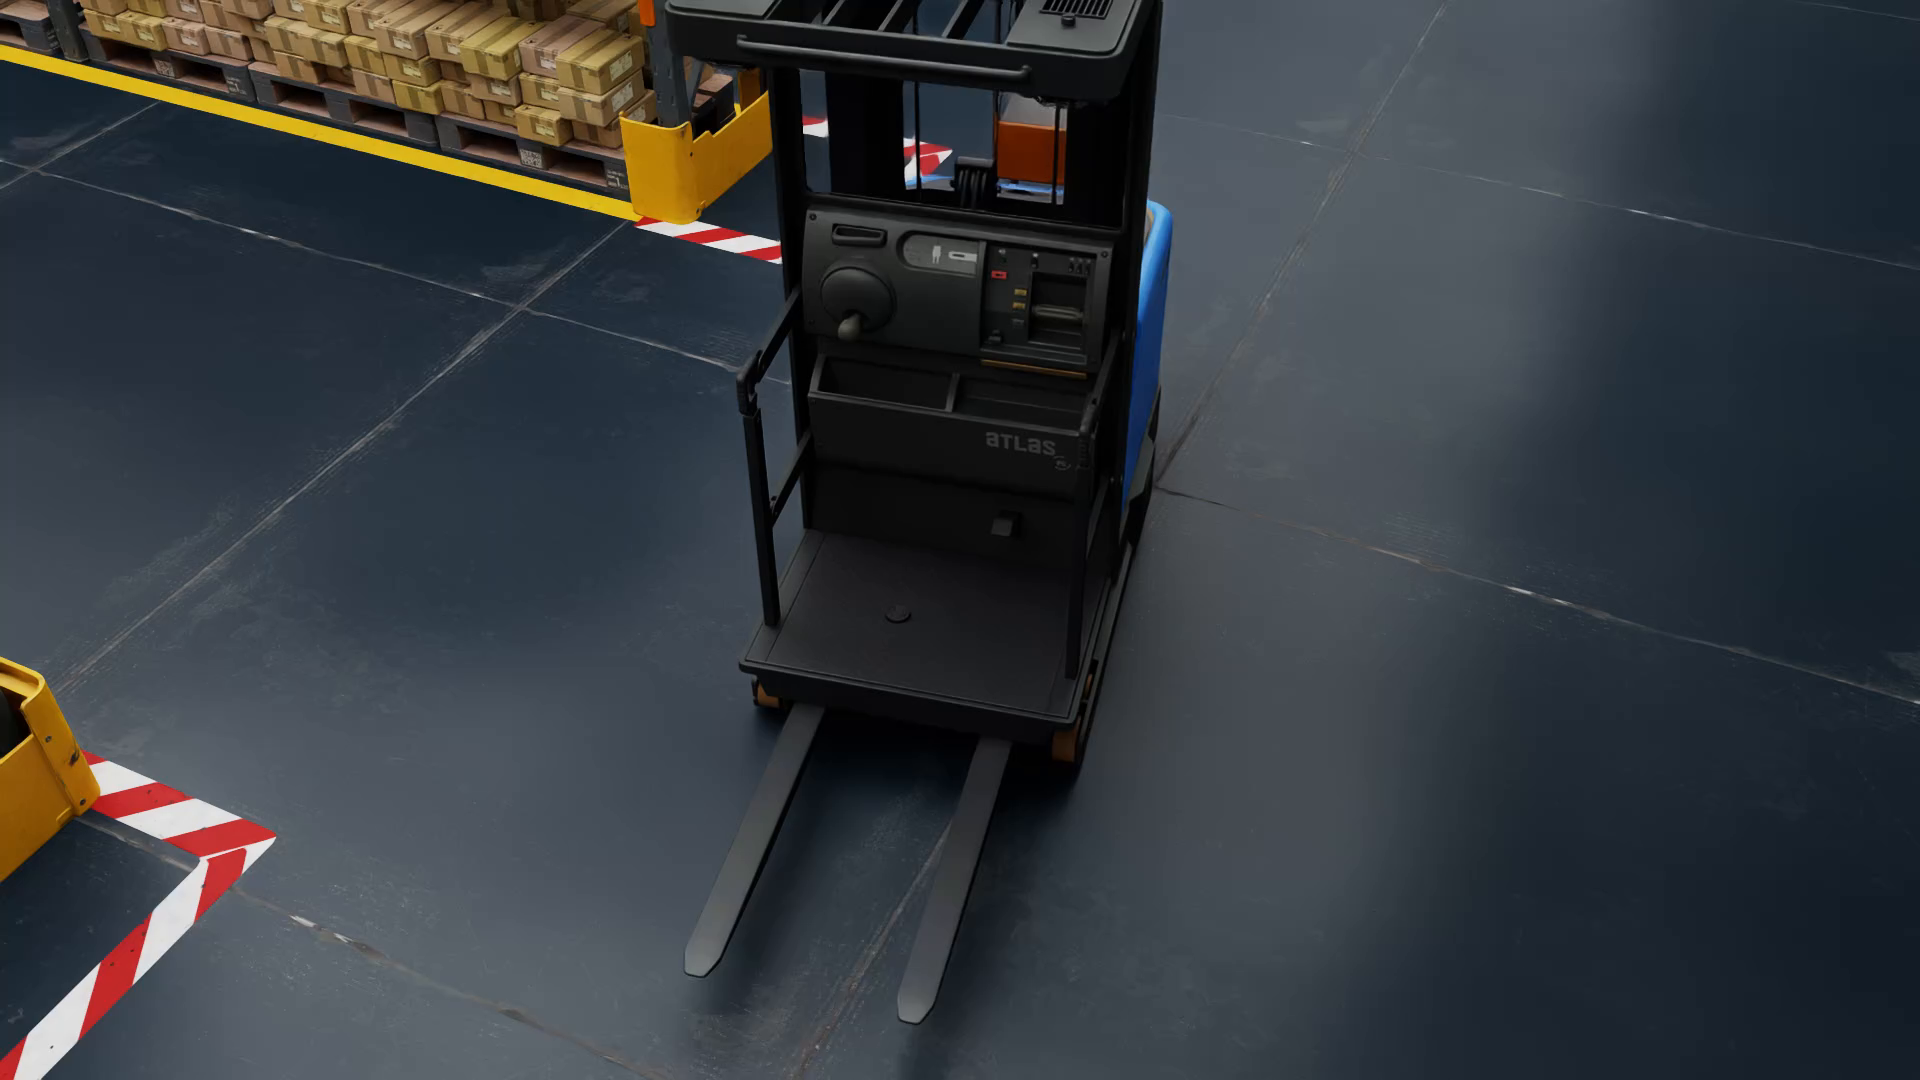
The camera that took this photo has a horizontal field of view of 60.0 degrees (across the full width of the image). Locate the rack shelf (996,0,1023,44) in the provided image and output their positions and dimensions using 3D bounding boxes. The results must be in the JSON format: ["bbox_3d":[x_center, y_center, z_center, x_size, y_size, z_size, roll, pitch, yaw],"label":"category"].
[{"bbox_3d":[0.411,-1.981,5.884,0.480,0.518,0.431,9,42,10],"label":"rack shelf"}]

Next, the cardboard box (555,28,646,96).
[{"bbox_3d":[-1.734,-2.311,8.027,0.250,0.149,0.380,17,44,19],"label":"cardboard box"}]

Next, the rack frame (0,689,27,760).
[{"bbox_3d":[-3.148,-0.042,4.008,0.127,3.000,1.000,17,44,19],"label":"rack frame"}]

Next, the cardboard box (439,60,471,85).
[{"bbox_3d":[-2.418,-2.457,8.424,0.250,0.149,0.380,16,44,18],"label":"cardboard box"}]

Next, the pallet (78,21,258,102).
[{"bbox_3d":[-4.148,-2.897,9.431,1.213,0.211,1.003,17,44,19],"label":"pallet"}]

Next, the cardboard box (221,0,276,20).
[{"bbox_3d":[-3.631,-2.874,8.677,0.250,0.149,0.380,18,44,20],"label":"cardboard box"}]

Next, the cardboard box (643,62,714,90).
[{"bbox_3d":[-1.487,-2.425,8.613,0.250,0.149,0.380,18,44,19],"label":"cardboard box"}]

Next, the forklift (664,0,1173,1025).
[{"bbox_3d":[-0.066,-0.665,4.779,1.130,2.935,3.031,9,42,10],"label":"forklift"}]

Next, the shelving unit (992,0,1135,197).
[{"bbox_3d":[0.411,-1.462,6.333,0.503,2.100,0.431,9,42,10],"label":"shelving unit"}]

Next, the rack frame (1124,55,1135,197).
[{"bbox_3d":[0.648,-1.424,6.289,0.015,2.100,0.400,9,42,10],"label":"rack frame"}]

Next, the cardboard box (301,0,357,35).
[{"bbox_3d":[-3.142,-2.756,8.541,0.250,0.149,0.380,17,44,19],"label":"cardboard box"}]

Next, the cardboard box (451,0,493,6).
[{"bbox_3d":[-2.460,-2.914,8.723,0.250,0.149,0.380,19,44,20],"label":"cardboard box"}]

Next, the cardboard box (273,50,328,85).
[{"bbox_3d":[-3.385,-2.571,8.782,0.250,0.149,0.380,16,43,17],"label":"cardboard box"}]

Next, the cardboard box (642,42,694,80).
[{"bbox_3d":[-1.513,-2.500,8.472,0.250,0.149,0.380,19,44,20],"label":"cardboard box"}]

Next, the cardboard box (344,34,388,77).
[{"bbox_3d":[-2.917,-2.539,8.519,0.250,0.149,0.380,19,44,21],"label":"cardboard box"}]

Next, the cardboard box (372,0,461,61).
[{"bbox_3d":[-2.701,-2.561,8.317,0.250,0.149,0.380,19,44,20],"label":"cardboard box"}]

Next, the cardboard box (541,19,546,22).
[{"bbox_3d":[-2.183,-2.760,8.773,0.250,0.149,0.380,18,44,20],"label":"cardboard box"}]

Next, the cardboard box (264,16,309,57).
[{"bbox_3d":[-3.391,-2.682,8.684,0.250,0.149,0.380,17,44,18],"label":"cardboard box"}]

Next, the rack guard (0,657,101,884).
[{"bbox_3d":[-3.127,0.909,4.820,0.348,0.500,1.175,17,44,19],"label":"rack guard"}]

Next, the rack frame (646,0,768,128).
[{"bbox_3d":[-1.147,-3.008,7.431,0.127,3.000,1.000,17,44,19],"label":"rack frame"}]

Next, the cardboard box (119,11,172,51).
[{"bbox_3d":[-4.337,-2.832,9.083,0.250,0.149,0.380,18,44,20],"label":"cardboard box"}]

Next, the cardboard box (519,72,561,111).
[{"bbox_3d":[-1.960,-2.283,8.223,0.250,0.149,0.380,16,43,18],"label":"cardboard box"}]

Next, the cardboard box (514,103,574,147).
[{"bbox_3d":[-1.988,-2.123,8.265,0.250,0.149,0.380,18,44,20],"label":"cardboard box"}]

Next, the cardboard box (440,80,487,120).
[{"bbox_3d":[-2.420,-2.308,8.478,0.250,0.149,0.380,17,44,19],"label":"cardboard box"}]

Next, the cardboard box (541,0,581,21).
[{"bbox_3d":[-1.953,-2.812,8.606,0.250,0.149,0.380,17,44,19],"label":"cardboard box"}]

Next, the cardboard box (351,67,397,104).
[{"bbox_3d":[-2.917,-2.429,8.618,0.250,0.149,0.380,18,44,19],"label":"cardboard box"}]

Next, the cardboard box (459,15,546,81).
[{"bbox_3d":[-2.226,-2.411,8.143,0.250,0.149,0.380,16,43,18],"label":"cardboard box"}]

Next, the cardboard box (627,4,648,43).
[{"bbox_3d":[-1.478,-2.661,8.432,0.250,0.149,0.380,15,43,17],"label":"cardboard box"}]

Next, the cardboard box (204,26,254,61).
[{"bbox_3d":[-3.838,-2.754,8.993,0.250,0.149,0.380,16,43,18],"label":"cardboard box"}]

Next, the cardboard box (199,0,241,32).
[{"bbox_3d":[-3.832,-2.880,8.912,0.250,0.149,0.380,15,43,16],"label":"cardboard box"}]

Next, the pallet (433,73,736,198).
[{"bbox_3d":[-1.937,-2.222,8.652,1.213,0.211,1.003,17,44,19],"label":"pallet"}]

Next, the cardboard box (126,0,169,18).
[{"bbox_3d":[-4.312,-3.003,9.053,0.250,0.149,0.380,17,44,19],"label":"cardboard box"}]
